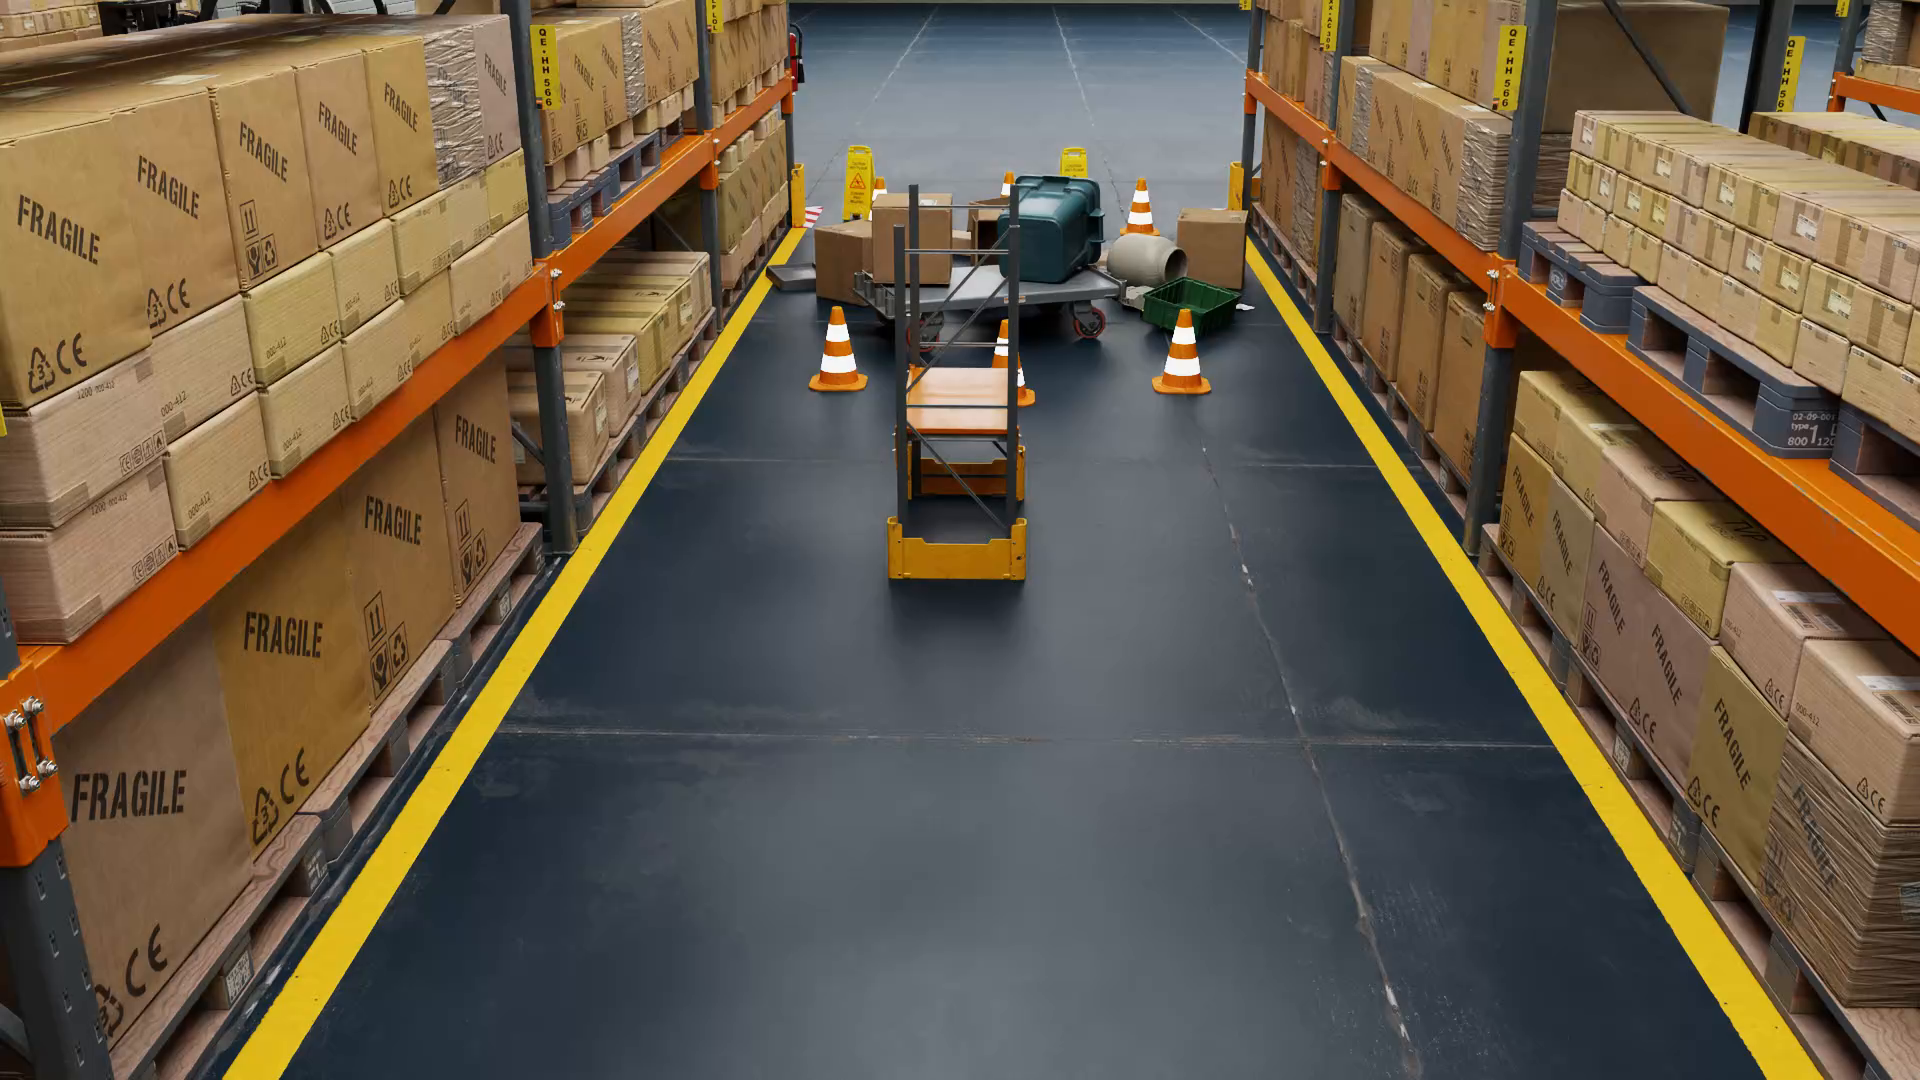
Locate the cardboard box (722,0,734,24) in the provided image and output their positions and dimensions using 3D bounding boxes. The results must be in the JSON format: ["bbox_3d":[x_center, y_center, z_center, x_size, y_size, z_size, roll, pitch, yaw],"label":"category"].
[{"bbox_3d":[-1.857,-3.606,10.744,0.700,0.500,0.500,0,21,1],"label":"cardboard box"}]

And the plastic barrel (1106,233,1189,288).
[{"bbox_3d":[1.365,-2.006,12.114,0.512,0.421,0.421,18,27,38],"label":"plastic barrel"}]

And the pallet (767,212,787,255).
[{"bbox_3d":[-2.028,-2.623,13.998,1.003,0.211,1.213,1,21,2],"label":"pallet"}]

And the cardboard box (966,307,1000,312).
[{"bbox_3d":[0.083,-1.794,11.786,0.258,0.266,0.396,-16,26,-35],"label":"cardboard box"}]

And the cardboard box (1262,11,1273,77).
[{"bbox_3d":[3.019,-4.161,13.900,0.875,0.550,0.550,1,21,2],"label":"cardboard box"}]

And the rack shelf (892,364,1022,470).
[{"bbox_3d":[0.003,-0.562,7.402,0.538,0.185,1.000,1,21,2],"label":"rack shelf"}]

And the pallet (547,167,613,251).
[{"bbox_3d":[-2.294,-1.521,7.568,1.213,0.211,1.003,1,21,2],"label":"pallet"}]

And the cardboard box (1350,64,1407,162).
[{"bbox_3d":[2.564,-2.457,9.576,0.500,0.500,0.500,1,21,2],"label":"cardboard box"}]

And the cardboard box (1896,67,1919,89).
[{"bbox_3d":[7.657,-3.647,13.128,0.380,0.149,0.250,1,21,2],"label":"cardboard box"}]

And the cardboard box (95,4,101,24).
[{"bbox_3d":[-6.672,-4.054,12.795,0.380,0.149,0.250,1,21,2],"label":"cardboard box"}]

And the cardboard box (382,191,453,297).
[{"bbox_3d":[-1.977,-0.966,5.388,0.500,0.250,0.500,0,21,0],"label":"cardboard box"}]

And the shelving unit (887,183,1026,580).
[{"bbox_3d":[0.002,-0.727,7.329,0.587,1.500,1.083,1,21,2],"label":"shelving unit"}]

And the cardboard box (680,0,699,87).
[{"bbox_3d":[-1.872,-3.009,10.008,0.500,0.500,0.500,0,21,1],"label":"cardboard box"}]

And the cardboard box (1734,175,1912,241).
[{"bbox_3d":[2.484,-0.959,4.799,0.380,0.149,0.250,0,21,1],"label":"cardboard box"}]

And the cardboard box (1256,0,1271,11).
[{"bbox_3d":[2.935,-4.666,13.707,0.875,0.550,0.550,1,21,2],"label":"cardboard box"}]

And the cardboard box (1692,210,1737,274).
[{"bbox_3d":[2.489,-0.913,5.090,0.380,0.149,0.250,0,21,1],"label":"cardboard box"}]

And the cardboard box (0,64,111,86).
[{"bbox_3d":[-2.525,-0.953,4.317,0.500,0.500,0.500,1,21,3],"label":"cardboard box"}]

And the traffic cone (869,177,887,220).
[{"bbox_3d":[-0.689,-2.892,14.342,0.336,0.463,0.334,1,21,2],"label":"traffic cone"}]

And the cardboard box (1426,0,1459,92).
[{"bbox_3d":[2.808,-2.562,8.464,0.700,0.500,0.500,0,21,1],"label":"cardboard box"}]

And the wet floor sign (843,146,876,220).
[{"bbox_3d":[-0.890,-3.203,14.893,0.267,0.644,0.232,8,23,20],"label":"wet floor sign"}]

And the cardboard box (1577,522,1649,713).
[{"bbox_3d":[2.443,0.256,5.597,0.500,0.500,0.500,0,21,0],"label":"cardboard box"}]

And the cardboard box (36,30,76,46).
[{"bbox_3d":[-6.761,-3.427,12.076,0.500,0.500,0.500,0,21,1],"label":"cardboard box"}]

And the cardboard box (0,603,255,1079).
[{"bbox_3d":[-2.392,0.664,4.027,0.875,0.875,0.875,1,21,3],"label":"cardboard box"}]

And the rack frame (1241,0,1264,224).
[{"bbox_3d":[2.985,-4.226,14.274,1.000,3.000,0.127,1,21,2],"label":"rack frame"}]

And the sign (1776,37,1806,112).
[{"bbox_3d":[3.285,-1.834,6.618,0.100,0.325,0.005,1,21,2],"label":"sign"}]

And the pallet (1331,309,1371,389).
[{"bbox_3d":[2.915,-1.200,10.330,1.003,0.211,1.213,1,21,2],"label":"pallet"}]

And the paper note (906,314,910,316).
[{"bbox_3d":[-0.366,-1.587,11.576,0.148,0.019,0.142,1,21,2],"label":"paper note"}]

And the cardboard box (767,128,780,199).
[{"bbox_3d":[-1.742,-3.026,13.366,0.500,0.500,0.500,1,21,4],"label":"cardboard box"}]

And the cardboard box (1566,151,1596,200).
[{"bbox_3d":[2.527,-1.379,6.291,0.380,0.149,0.250,2,21,4],"label":"cardboard box"}]

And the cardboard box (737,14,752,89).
[{"bbox_3d":[-1.775,-3.502,11.859,0.500,0.500,0.500,0,21,1],"label":"cardboard box"}]

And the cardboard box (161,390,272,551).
[{"bbox_3d":[-2.039,-0.179,4.050,0.500,0.250,0.500,0,21,0],"label":"cardboard box"}]

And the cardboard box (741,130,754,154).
[{"bbox_3d":[-1.717,-2.902,12.148,0.380,0.149,0.250,2,21,5],"label":"cardboard box"}]

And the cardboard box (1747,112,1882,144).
[{"bbox_3d":[3.185,-1.507,6.212,0.380,0.149,0.250,0,21,0],"label":"cardboard box"}]

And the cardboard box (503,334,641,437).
[{"bbox_3d":[-2.167,-0.793,8.479,0.950,0.372,0.625,0,21,1],"label":"cardboard box"}]

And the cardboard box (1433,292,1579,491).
[{"bbox_3d":[2.850,-0.700,7.715,1.050,0.750,0.750,0,21,1],"label":"cardboard box"}]

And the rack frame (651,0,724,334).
[{"bbox_3d":[-2.087,-2.798,10.593,1.000,3.000,0.127,1,21,2],"label":"rack frame"}]

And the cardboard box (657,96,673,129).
[{"bbox_3d":[-1.829,-2.407,9.351,0.380,0.149,0.250,1,21,2],"label":"cardboard box"}]

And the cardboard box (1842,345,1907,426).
[{"bbox_3d":[2.459,-0.387,4.145,0.380,0.149,0.250,0,21,-1],"label":"cardboard box"}]

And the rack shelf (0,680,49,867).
[{"bbox_3d":[-2.391,1.153,1.405,1.077,0.370,4.000,1,21,2],"label":"rack shelf"}]

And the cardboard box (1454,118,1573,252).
[{"bbox_3d":[2.487,-1.546,7.229,0.500,0.500,0.500,1,21,2],"label":"cardboard box"}]

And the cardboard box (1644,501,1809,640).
[{"bbox_3d":[2.421,0.083,5.005,0.500,0.250,0.500,0,21,-1],"label":"cardboard box"}]

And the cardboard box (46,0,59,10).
[{"bbox_3d":[-6.783,-3.917,12.032,0.380,0.149,0.250,1,21,1],"label":"cardboard box"}]

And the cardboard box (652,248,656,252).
[{"bbox_3d":[-2.338,-1.928,11.573,0.500,0.250,0.500,2,21,4],"label":"cardboard box"}]

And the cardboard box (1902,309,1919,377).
[{"bbox_3d":[2.452,-0.436,3.861,0.380,0.149,0.250,2,21,4],"label":"cardboard box"}]

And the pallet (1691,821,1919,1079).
[{"bbox_3d":[2.642,1.131,4.322,1.003,0.211,1.213,1,21,2],"label":"pallet"}]

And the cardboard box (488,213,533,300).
[{"bbox_3d":[-1.965,-1.096,6.414,0.500,0.250,0.500,0,21,0],"label":"cardboard box"}]

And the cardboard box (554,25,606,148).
[{"bbox_3d":[-1.955,-2.081,7.616,0.500,0.500,0.500,2,21,4],"label":"cardboard box"}]

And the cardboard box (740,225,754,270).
[{"bbox_3d":[-1.795,-2.115,12.054,0.500,0.250,0.500,2,21,5],"label":"cardboard box"}]

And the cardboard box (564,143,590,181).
[{"bbox_3d":[-1.917,-1.746,7.649,0.380,0.149,0.250,-1,21,-2],"label":"cardboard box"}]

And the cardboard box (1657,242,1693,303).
[{"bbox_3d":[2.498,-0.864,5.377,0.380,0.149,0.250,1,21,3],"label":"cardboard box"}]

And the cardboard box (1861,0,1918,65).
[{"bbox_3d":[7.896,-4.122,13.456,0.875,0.500,0.500,1,21,2],"label":"cardboard box"}]

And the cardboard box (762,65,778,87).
[{"bbox_3d":[-1.667,-3.711,13.293,0.380,0.149,0.250,1,21,3],"label":"cardboard box"}]

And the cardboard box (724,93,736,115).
[{"bbox_3d":[-1.781,-3.068,11.638,0.380,0.149,0.250,1,21,3],"label":"cardboard box"}]

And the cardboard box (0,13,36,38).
[{"bbox_3d":[-6.708,-3.589,11.597,0.380,0.149,0.250,1,21,3],"label":"cardboard box"}]

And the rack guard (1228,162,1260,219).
[{"bbox_3d":[2.986,-3.070,14.749,1.175,0.500,0.348,1,21,2],"label":"rack guard"}]

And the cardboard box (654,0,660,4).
[{"bbox_3d":[-1.884,-3.063,9.249,0.380,0.149,0.250,0,21,0],"label":"cardboard box"}]

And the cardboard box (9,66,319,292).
[{"bbox_3d":[-2.024,-0.940,4.283,0.500,0.500,0.500,0,21,0],"label":"cardboard box"}]

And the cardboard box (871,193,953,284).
[{"bbox_3d":[-0.307,-1.977,10.886,0.500,0.500,0.500,1,21,2],"label":"cardboard box"}]

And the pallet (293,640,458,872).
[{"bbox_3d":[-2.348,0.673,5.504,1.003,0.211,1.213,1,21,2],"label":"pallet"}]

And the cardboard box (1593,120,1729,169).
[{"bbox_3d":[2.529,-1.428,6.006,0.380,0.149,0.250,0,21,0],"label":"cardboard box"}]
